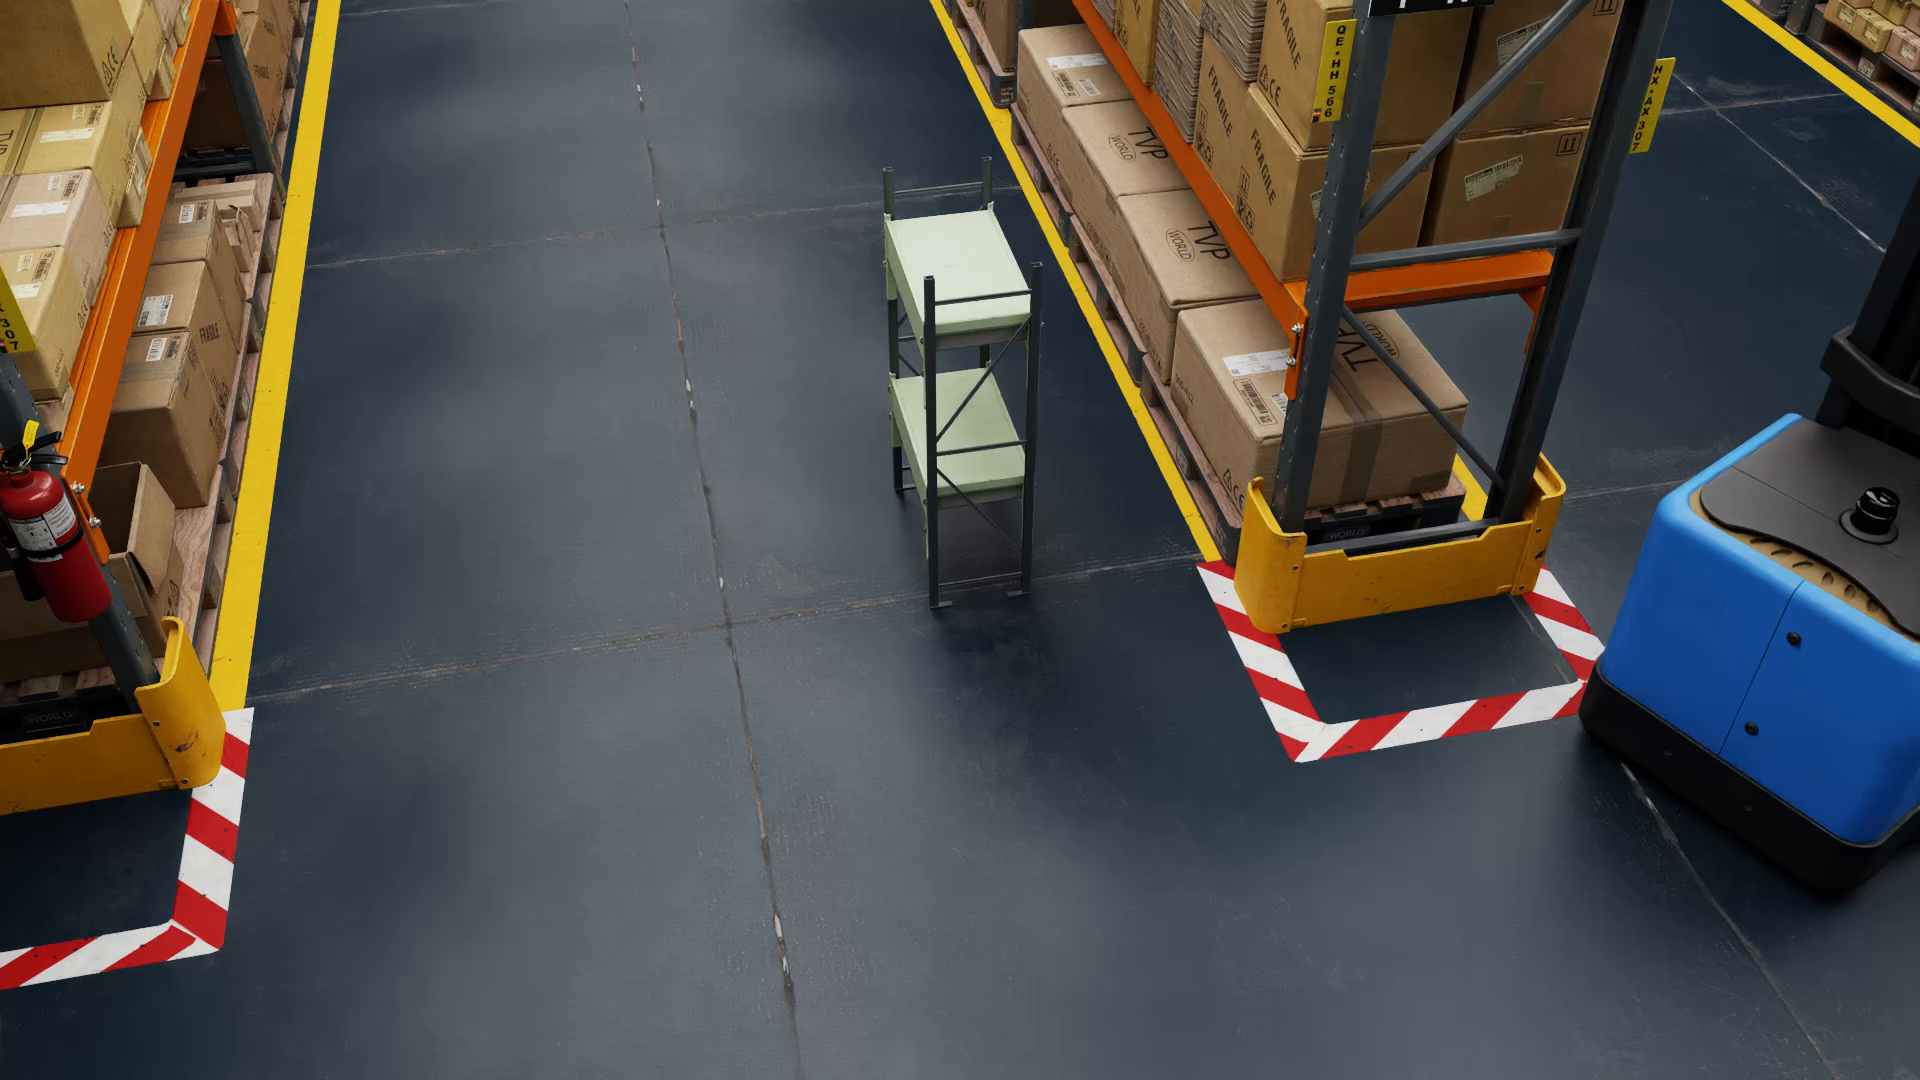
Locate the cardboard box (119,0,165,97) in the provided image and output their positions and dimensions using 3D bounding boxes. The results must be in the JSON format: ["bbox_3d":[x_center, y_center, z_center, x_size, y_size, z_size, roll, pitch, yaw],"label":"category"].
[{"bbox_3d":[-3.476,-1.955,6.582,0.500,0.250,0.500,-9,42,-10],"label":"cardboard box"}]

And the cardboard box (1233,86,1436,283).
[{"bbox_3d":[1.305,-1.276,5.853,0.500,0.500,0.500,-8,42,-9],"label":"cardboard box"}]

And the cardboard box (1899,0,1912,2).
[{"bbox_3d":[5.489,-3.205,9.484,0.380,0.149,0.250,-6,42,-7],"label":"cardboard box"}]

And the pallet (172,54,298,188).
[{"bbox_3d":[-4.254,-2.322,9.207,1.003,0.211,1.213,-8,42,-9],"label":"pallet"}]

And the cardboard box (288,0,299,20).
[{"bbox_3d":[-4.260,-3.416,9.905,0.500,0.500,0.500,-10,43,-11],"label":"cardboard box"}]

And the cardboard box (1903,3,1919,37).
[{"bbox_3d":[5.611,-2.949,9.420,0.380,0.149,0.250,-9,42,-10],"label":"cardboard box"}]

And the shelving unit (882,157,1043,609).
[{"bbox_3d":[-0.001,-0.565,6.257,0.431,1.500,0.755,-8,42,-9],"label":"shelving unit"}]

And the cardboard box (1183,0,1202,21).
[{"bbox_3d":[1.086,-2.309,6.263,0.500,0.500,0.500,-9,42,-10],"label":"cardboard box"}]

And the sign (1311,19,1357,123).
[{"bbox_3d":[1.135,-1.417,5.036,0.100,0.325,0.005,-8,42,-9],"label":"sign"}]

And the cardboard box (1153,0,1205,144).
[{"bbox_3d":[1.091,-1.935,6.596,0.500,0.500,0.500,-7,42,-8],"label":"cardboard box"}]

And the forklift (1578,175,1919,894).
[{"bbox_3d":[3.680,-0.768,5.407,3.031,2.935,1.130,-28,48,-28],"label":"forklift"}]

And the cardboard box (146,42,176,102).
[{"bbox_3d":[-3.457,-1.912,6.834,0.380,0.149,0.250,-9,42,-10],"label":"cardboard box"}]

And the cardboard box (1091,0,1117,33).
[{"bbox_3d":[0.855,-2.602,7.347,0.500,0.500,0.500,-8,42,-9],"label":"cardboard box"}]

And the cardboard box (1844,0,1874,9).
[{"bbox_3d":[5.381,-3.253,9.762,0.380,0.149,0.250,-7,42,-7],"label":"cardboard box"}]

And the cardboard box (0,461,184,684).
[{"bbox_3d":[-3.218,0.116,5.924,0.797,0.503,0.637,-10,43,-11],"label":"cardboard box"}]

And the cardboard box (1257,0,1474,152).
[{"bbox_3d":[1.331,-1.654,5.525,0.500,0.500,0.500,-7,42,-8],"label":"cardboard box"}]

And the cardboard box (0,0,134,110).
[{"bbox_3d":[-3.337,-1.891,5.944,0.500,0.500,0.500,-7,42,-8],"label":"cardboard box"}]

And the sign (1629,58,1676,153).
[{"bbox_3d":[2.211,-1.393,5.348,0.100,0.325,0.005,-8,42,-9],"label":"sign"}]

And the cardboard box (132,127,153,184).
[{"bbox_3d":[-3.288,-1.419,6.278,0.380,0.149,0.250,-7,42,-8],"label":"cardboard box"}]

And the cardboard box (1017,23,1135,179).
[{"bbox_3d":[0.835,-2.333,8.733,0.875,0.438,0.875,-9,42,-10],"label":"cardboard box"}]

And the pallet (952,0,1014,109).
[{"bbox_3d":[0.564,-3.003,9.974,1.003,0.211,1.213,-8,42,-9],"label":"pallet"}]

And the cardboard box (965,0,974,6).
[{"bbox_3d":[0.390,-3.894,10.161,0.875,0.875,0.875,-7,42,-8],"label":"cardboard box"}]

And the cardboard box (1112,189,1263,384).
[{"bbox_3d":[1.222,-1.168,7.420,0.875,0.438,0.875,-7,42,-8],"label":"cardboard box"}]

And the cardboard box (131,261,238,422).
[{"bbox_3d":[-3.381,-0.799,6.957,0.500,0.500,0.500,-8,42,-8],"label":"cardboard box"}]

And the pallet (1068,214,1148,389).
[{"bbox_3d":[1.159,-1.217,7.962,1.003,0.211,1.213,-8,42,-9],"label":"pallet"}]

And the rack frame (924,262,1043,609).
[{"bbox_3d":[0.078,-0.328,5.990,0.400,1.500,0.023,-8,42,-9],"label":"rack frame"}]

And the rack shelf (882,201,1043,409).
[{"bbox_3d":[-0.001,-0.857,5.998,0.431,0.370,0.720,-8,42,-9],"label":"rack shelf"}]

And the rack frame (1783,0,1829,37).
[{"bbox_3d":[5.616,-4.331,9.370,1.000,3.000,0.127,-8,42,-9],"label":"rack frame"}]

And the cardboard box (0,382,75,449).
[{"bbox_3d":[-2.981,-0.409,5.140,0.380,0.149,0.250,-9,42,-10],"label":"cardboard box"}]

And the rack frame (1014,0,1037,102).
[{"bbox_3d":[0.804,-3.557,8.497,1.000,3.000,0.127,-8,42,-9],"label":"rack frame"}]

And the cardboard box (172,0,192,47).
[{"bbox_3d":[-3.569,-2.248,7.212,0.380,0.149,0.250,-7,42,-8],"label":"cardboard box"}]

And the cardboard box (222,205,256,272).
[{"bbox_3d":[-3.558,-1.427,7.841,0.396,0.266,0.258,-7,42,-8],"label":"cardboard box"}]

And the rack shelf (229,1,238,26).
[{"bbox_3d":[-4.473,-3.870,9.392,1.077,0.370,4.000,-8,42,-9],"label":"rack shelf"}]

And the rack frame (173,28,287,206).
[{"bbox_3d":[-4.042,-2.843,7.693,1.000,3.000,0.127,-8,42,-9],"label":"rack frame"}]

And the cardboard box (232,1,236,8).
[{"bbox_3d":[-3.995,-2.747,8.663,0.380,0.149,0.250,-9,42,-10],"label":"cardboard box"}]

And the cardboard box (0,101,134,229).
[{"bbox_3d":[-3.235,-1.293,5.836,0.500,0.250,0.500,-9,42,-10],"label":"cardboard box"}]

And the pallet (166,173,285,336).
[{"bbox_3d":[-3.894,-1.355,8.117,1.003,0.211,1.213,-8,42,-9],"label":"pallet"}]

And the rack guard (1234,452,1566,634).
[{"bbox_3d":[1.673,-0.013,6.389,1.175,0.500,0.348,-8,42,-9],"label":"rack guard"}]

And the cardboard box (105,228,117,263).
[{"bbox_3d":[-3.230,-1.076,5.892,0.380,0.149,0.250,-8,42,-9],"label":"cardboard box"}]

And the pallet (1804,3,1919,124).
[{"bbox_3d":[5.795,-2.858,9.811,1.003,0.211,1.213,-8,42,-9],"label":"pallet"}]

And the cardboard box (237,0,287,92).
[{"bbox_3d":[-4.051,-2.755,9.160,0.500,0.500,0.500,-9,42,-10],"label":"cardboard box"}]

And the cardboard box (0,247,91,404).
[{"bbox_3d":[-3.013,-0.638,5.098,0.500,0.250,0.500,-8,42,-9],"label":"cardboard box"}]

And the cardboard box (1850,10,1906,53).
[{"bbox_3d":[5.438,-2.968,9.665,0.380,0.149,0.250,-7,42,-8],"label":"cardboard box"}]

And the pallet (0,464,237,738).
[{"bbox_3d":[-3.368,0.227,6.336,1.003,0.211,1.213,-8,42,-9],"label":"pallet"}]
